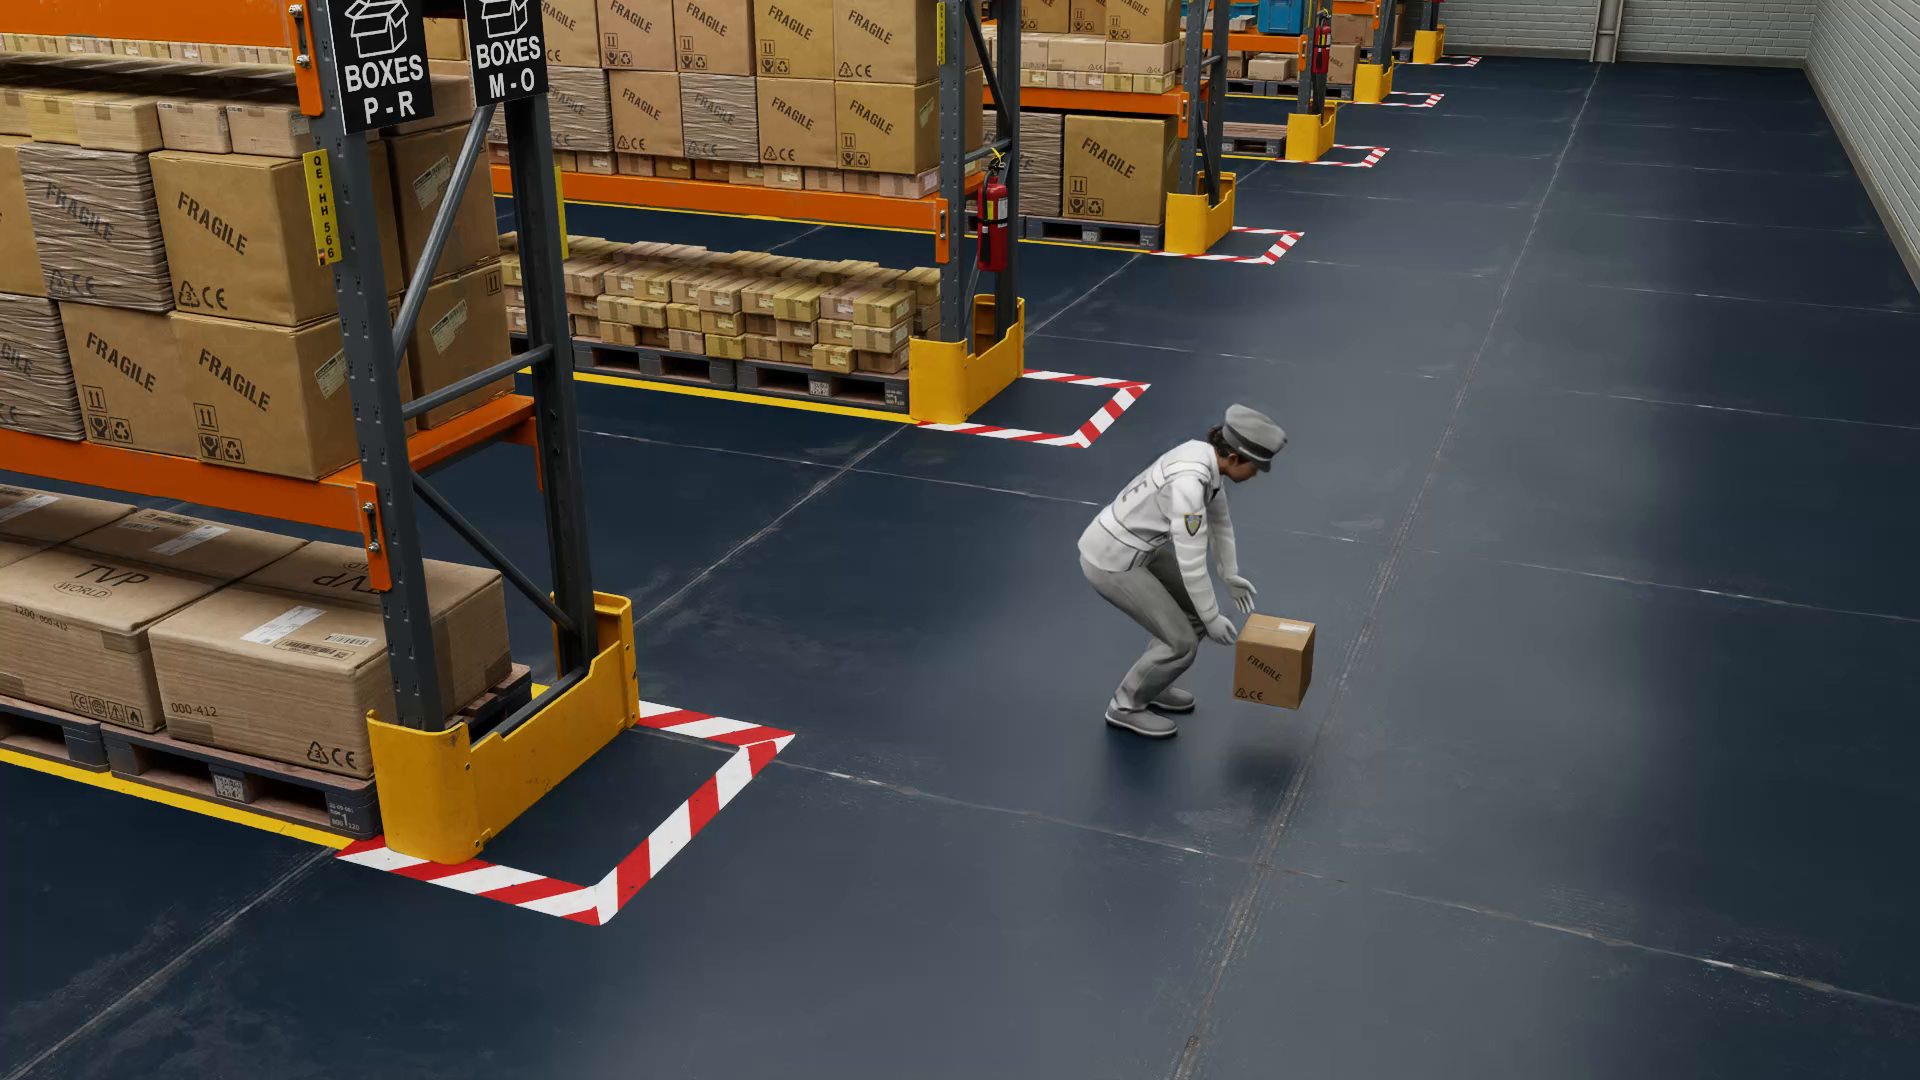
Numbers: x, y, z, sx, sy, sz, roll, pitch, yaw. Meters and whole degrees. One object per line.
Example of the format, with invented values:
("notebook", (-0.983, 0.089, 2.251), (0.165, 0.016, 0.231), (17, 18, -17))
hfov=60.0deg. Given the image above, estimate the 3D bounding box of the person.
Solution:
("person", (0.833, 0.100, 6.343), (0.749, 1.294, 0.519), (9, 24, 20))
